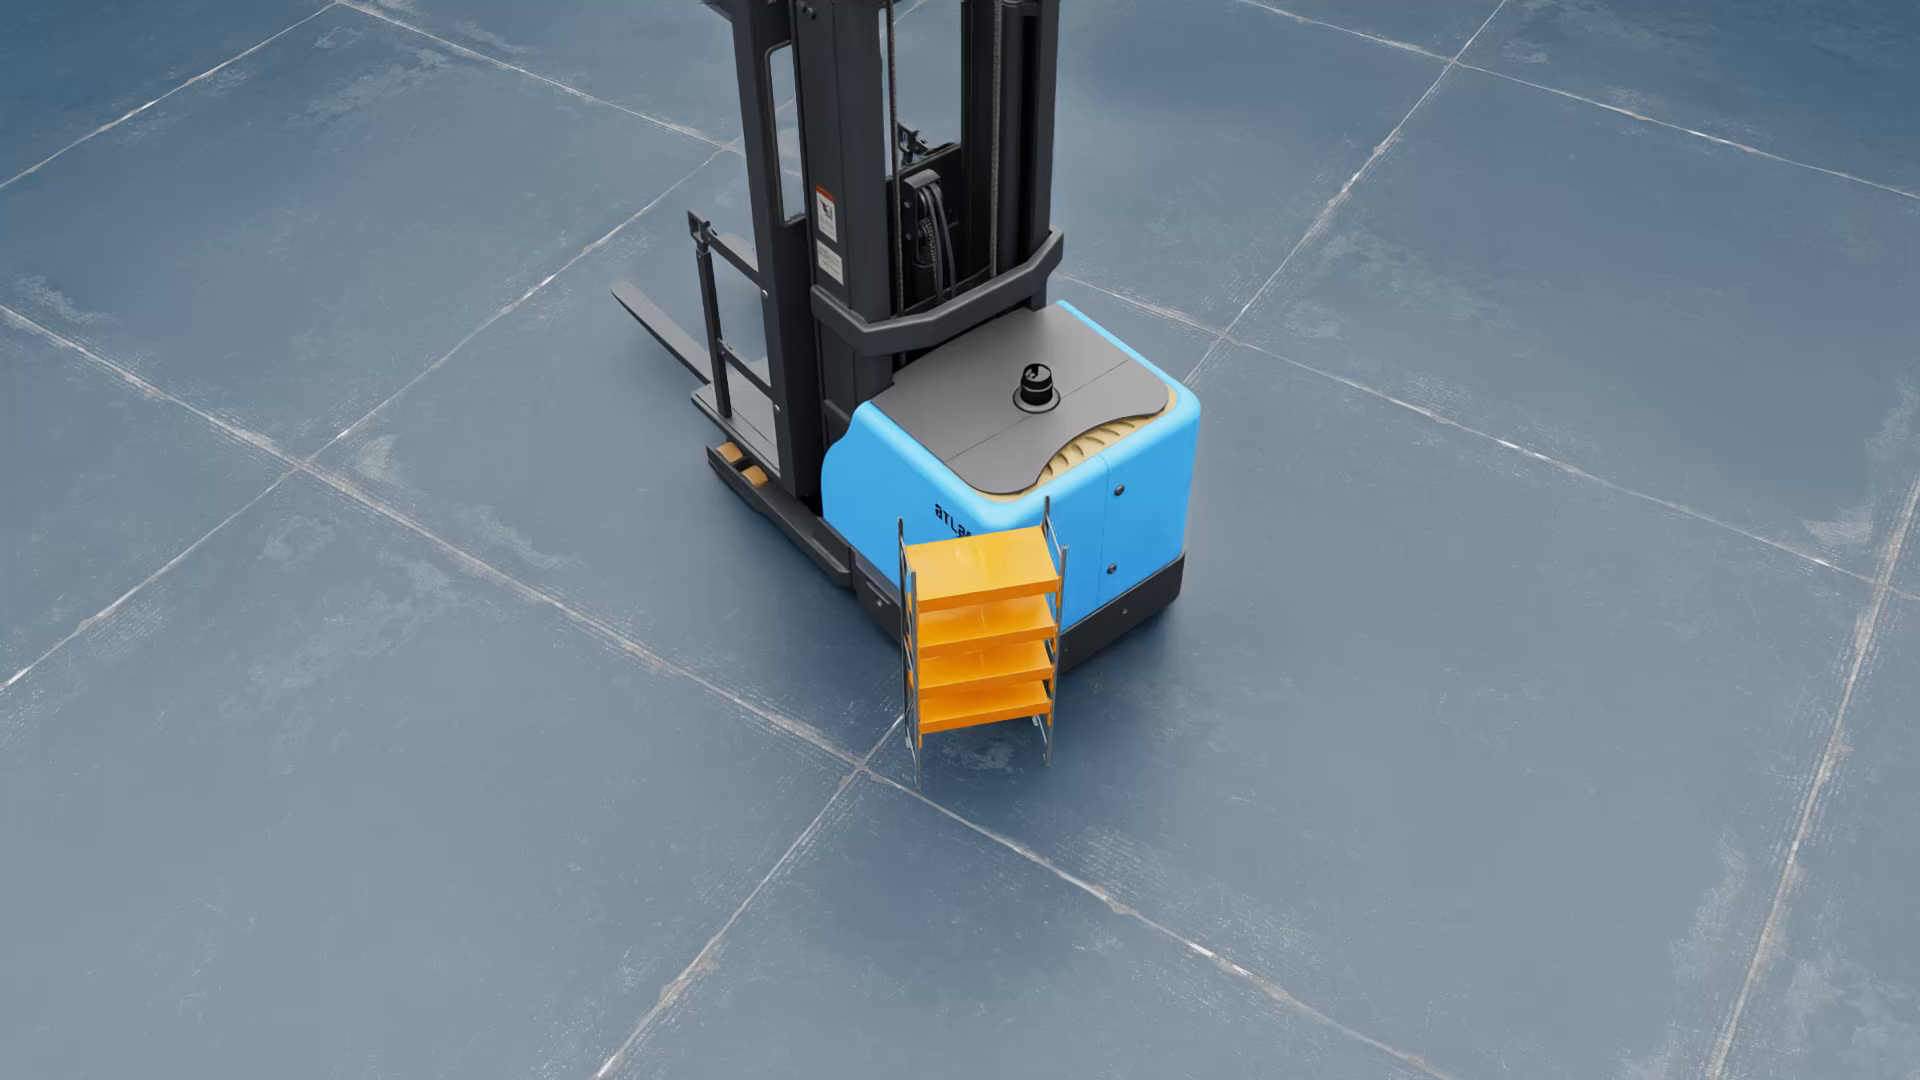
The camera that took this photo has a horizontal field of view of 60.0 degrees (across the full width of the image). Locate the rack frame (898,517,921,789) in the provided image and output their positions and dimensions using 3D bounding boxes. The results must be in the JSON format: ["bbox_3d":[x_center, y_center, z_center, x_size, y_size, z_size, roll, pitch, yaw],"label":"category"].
[{"bbox_3d":[-0.173,0.419,5.723,0.015,1.200,0.240,-9,48,-8],"label":"rack frame"}]

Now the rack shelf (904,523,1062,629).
[{"bbox_3d":[0.068,0.116,5.469,0.480,0.148,0.258,-9,48,-8],"label":"rack shelf"}]

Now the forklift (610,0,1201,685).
[{"bbox_3d":[-0.435,-1.376,6.265,1.130,2.935,3.031,-30,53,-26],"label":"forklift"}]

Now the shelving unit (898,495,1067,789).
[{"bbox_3d":[0.066,0.382,5.758,0.503,1.200,0.258,-9,48,-8],"label":"shelving unit"}]

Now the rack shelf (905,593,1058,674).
[{"bbox_3d":[0.067,0.276,5.643,0.480,0.148,0.258,-9,48,-8],"label":"rack shelf"}]

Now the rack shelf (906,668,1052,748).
[{"bbox_3d":[0.065,0.562,5.954,0.480,0.148,0.258,-9,48,-8],"label":"rack shelf"}]

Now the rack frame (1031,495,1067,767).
[{"bbox_3d":[0.305,0.346,5.794,0.015,1.200,0.240,-9,48,-8],"label":"rack frame"}]

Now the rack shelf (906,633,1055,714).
[{"bbox_3d":[0.066,0.428,5.808,0.480,0.148,0.258,-9,48,-8],"label":"rack shelf"}]
